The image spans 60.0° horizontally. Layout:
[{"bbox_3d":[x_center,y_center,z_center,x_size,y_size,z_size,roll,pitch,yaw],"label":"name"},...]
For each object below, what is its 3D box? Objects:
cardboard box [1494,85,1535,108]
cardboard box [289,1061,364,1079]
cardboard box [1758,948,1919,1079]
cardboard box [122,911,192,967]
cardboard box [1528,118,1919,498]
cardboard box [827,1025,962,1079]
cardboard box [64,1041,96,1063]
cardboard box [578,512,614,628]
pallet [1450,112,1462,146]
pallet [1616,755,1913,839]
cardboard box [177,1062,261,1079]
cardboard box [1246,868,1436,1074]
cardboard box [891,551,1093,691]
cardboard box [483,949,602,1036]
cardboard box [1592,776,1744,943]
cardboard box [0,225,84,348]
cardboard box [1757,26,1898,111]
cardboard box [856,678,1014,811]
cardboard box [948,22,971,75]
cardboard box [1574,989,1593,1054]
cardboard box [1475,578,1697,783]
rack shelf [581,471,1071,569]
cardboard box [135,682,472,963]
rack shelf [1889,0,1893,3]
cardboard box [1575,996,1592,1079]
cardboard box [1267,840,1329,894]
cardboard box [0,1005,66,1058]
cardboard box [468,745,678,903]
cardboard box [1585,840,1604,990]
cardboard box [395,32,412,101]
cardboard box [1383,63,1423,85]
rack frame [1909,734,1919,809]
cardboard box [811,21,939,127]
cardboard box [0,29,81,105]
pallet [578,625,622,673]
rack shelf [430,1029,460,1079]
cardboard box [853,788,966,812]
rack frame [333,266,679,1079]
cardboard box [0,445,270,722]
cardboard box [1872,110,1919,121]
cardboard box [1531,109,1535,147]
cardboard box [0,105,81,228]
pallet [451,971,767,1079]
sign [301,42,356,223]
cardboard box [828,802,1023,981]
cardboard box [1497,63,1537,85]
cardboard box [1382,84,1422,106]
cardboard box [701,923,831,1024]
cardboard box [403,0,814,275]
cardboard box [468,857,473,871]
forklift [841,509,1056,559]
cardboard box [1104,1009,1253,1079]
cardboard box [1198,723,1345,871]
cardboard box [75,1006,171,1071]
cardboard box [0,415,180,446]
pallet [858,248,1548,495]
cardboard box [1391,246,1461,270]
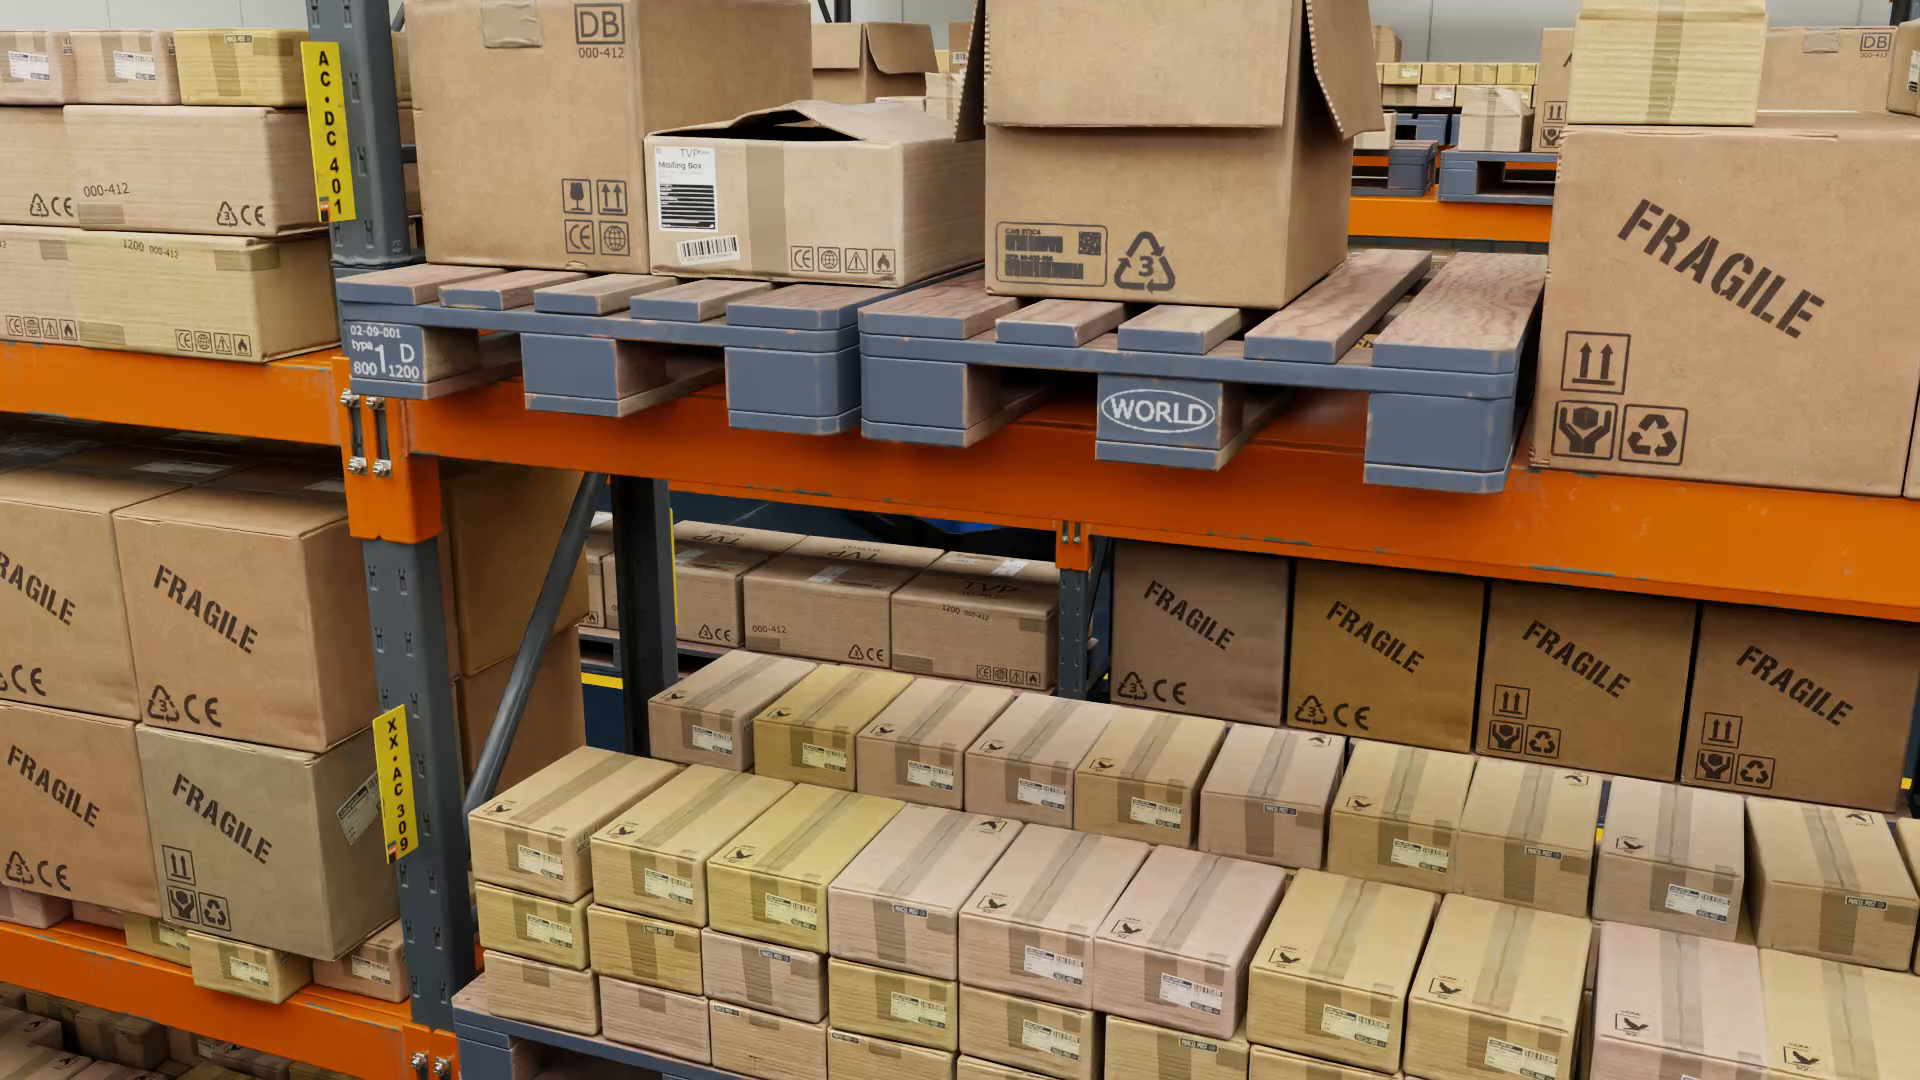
[{"bbox_3d":[3.870,-3.100,11.611,0.250,0.149,0.380,7,17,22],"label":"cardboard box"},{"bbox_3d":[-1.719,1.521,4.846,0.250,0.149,0.380,6,17,20],"label":"cardboard box"},{"bbox_3d":[1.384,0.817,2.609,0.250,0.149,0.380,7,18,22],"label":"cardboard box"},{"bbox_3d":[-1.844,0.896,4.156,0.250,0.149,0.380,7,18,23],"label":"cardboard box"},{"bbox_3d":[1.177,-0.387,2.566,0.500,0.500,0.500,6,17,21],"label":"cardboard box"},{"bbox_3d":[-0.064,0.943,3.242,0.250,0.149,0.380,6,17,21],"label":"cardboard box"},{"bbox_3d":[-2.643,1.535,5.333,0.250,0.149,0.380,6,17,21],"label":"cardboard box"},{"bbox_3d":[-2.334,0.152,10.111,0.875,0.438,0.875,6,17,19],"label":"cardboard box"},{"bbox_3d":[4.101,-2.957,11.935,1.003,0.211,1.213,6,17,21],"label":"pallet"},{"bbox_3d":[3.751,1.139,7.871,1.213,0.211,1.003,6,17,21],"label":"pallet"},{"bbox_3d":[-2.112,1.612,4.535,0.250,0.149,0.380,7,18,22],"label":"cardboard box"},{"bbox_3d":[0.667,0.737,2.886,0.250,0.149,0.380,7,18,22],"label":"cardboard box"},{"bbox_3d":[0.191,0.428,9.162,0.875,0.438,0.875,6,17,20],"label":"cardboard box"},{"bbox_3d":[-0.789,0.864,3.515,0.250,0.149,0.380,5,17,18],"label":"cardboard box"},{"bbox_3d":[1.400,0.623,3.279,0.250,0.149,0.380,7,18,23],"label":"cardboard box"},{"bbox_3d":[-2.002,-0.618,3.809,0.500,0.250,0.500,6,17,20],"label":"cardboard box"},{"bbox_3d":[3.466,-1.842,6.825,0.500,0.500,0.700,5,17,18],"label":"cardboard box"},{"bbox_3d":[-0.051,0.463,3.828,0.250,0.149,0.380,6,17,19],"label":"cardboard box"},{"bbox_3d":[0.266,-2.362,8.437,0.500,0.500,0.500,7,17,22],"label":"cardboard box"},{"bbox_3d":[1.392,0.906,3.368,0.250,0.149,0.380,7,18,22],"label":"cardboard box"},{"bbox_3d":[3.017,0.534,8.010,0.875,0.875,0.875,7,17,21],"label":"cardboard box"},{"bbox_3d":[-1.124,-0.368,9.352,4.000,0.370,1.077,6,17,21],"label":"rack shelf"},{"bbox_3d":[-1.540,0.618,3.951,0.500,0.500,0.500,6,17,21],"label":"cardboard box"},{"bbox_3d":[4.414,-3.936,11.597,4.000,0.370,1.077,6,17,21],"label":"rack shelf"},{"bbox_3d":[1.150,0.933,2.743,0.250,0.149,0.380,6,17,20],"label":"cardboard box"},{"bbox_3d":[0.684,0.685,3.599,0.250,0.149,0.380,6,17,21],"label":"cardboard box"},{"bbox_3d":[-2.844,1.530,4.817,0.250,0.149,0.380,6,17,21],"label":"cardboard box"},{"bbox_3d":[-0.789,0.578,3.432,0.250,0.149,0.380,7,18,23],"label":"cardboard box"},{"bbox_3d":[1.390,0.764,3.326,0.250,0.149,0.380,6,17,21],"label":"cardboard box"},{"bbox_3d":[-1.168,-1.107,3.885,0.250,0.149,0.380,6,17,20],"label":"cardboard box"},{"bbox_3d":[3.165,-3.319,11.830,0.250,0.149,0.380,6,17,20],"label":"cardboard box"},{"bbox_3d":[4.457,-0.100,7.137,0.127,3.000,1.000,6,17,21],"label":"rack frame"},{"bbox_3d":[-0.530,-2.378,8.488,0.637,0.503,0.797,8,18,25],"label":"cardboard box"},{"bbox_3d":[-1.870,-1.014,3.565,0.250,0.149,0.380,6,17,21],"label":"cardboard box"},{"bbox_3d":[-2.212,0.483,10.133,1.213,0.211,1.003,6,17,21],"label":"pallet"},{"bbox_3d":[0.874,1.335,3.484,4.000,0.370,1.077,6,17,21],"label":"rack shelf"},{"bbox_3d":[-0.068,0.604,3.878,0.250,0.149,0.380,7,18,23],"label":"cardboard box"},{"bbox_3d":[-0.986,0.785,4.089,0.127,3.000,1.000,6,17,21],"label":"rack frame"},{"bbox_3d":[-2.006,0.085,3.995,0.500,0.500,0.500,6,17,19],"label":"cardboard box"},{"bbox_3d":[1.833,-0.471,2.856,0.500,0.500,0.500,6,17,21],"label":"cardboard box"},{"bbox_3d":[2.550,-1.884,7.570,0.250,0.166,0.380,8,18,25],"label":"cardboard box"},{"bbox_3d":[-1.989,-0.861,3.751,0.500,0.250,0.500,6,17,18],"label":"cardboard box"},{"bbox_3d":[-0.329,0.993,3.716,1.213,0.211,1.003,6,17,21],"label":"pallet"},{"bbox_3d":[-1.178,-0.762,3.111,0.005,0.325,0.100,6,17,21],"label":"sign"},{"bbox_3d":[-0.058,0.658,3.157,0.250,0.149,0.380,6,17,20],"label":"cardboard box"},{"bbox_3d":[3.895,-3.251,11.595,0.250,0.149,0.380,6,17,21],"label":"cardboard box"},{"bbox_3d":[3.185,-3.197,11.942,0.250,0.149,0.380,6,17,21],"label":"cardboard box"},{"bbox_3d":[-0.306,0.773,3.294,0.250,0.149,0.380,7,17,22],"label":"cardboard box"},{"bbox_3d":[-0.674,-0.838,3.366,0.500,0.500,0.700,6,17,21],"label":"cardboard box"},{"bbox_3d":[-1.130,0.792,4.516,0.250,0.149,0.380,7,18,23],"label":"cardboard box"},{"bbox_3d":[-0.264,-1.585,12.375,1.130,2.935,3.031,-8,18,-25],"label":"forklift"},{"bbox_3d":[0.434,0.854,3.016,0.250,0.149,0.380,6,17,20],"label":"cardboard box"},{"bbox_3d":[0.671,0.542,3.555,0.250,0.149,0.380,5,17,18],"label":"cardboard box"},{"bbox_3d":[-2.460,1.447,5.103,0.250,0.149,0.380,6,17,18],"label":"cardboard box"},{"bbox_3d":[-2.262,-0.104,4.645,0.500,0.500,0.500,7,17,22],"label":"cardboard box"},{"bbox_3d":[0.515,-0.369,3.021,1.003,0.211,1.213,6,17,21],"label":"pallet"},{"bbox_3d":[3.404,-1.886,12.357,0.500,0.500,0.700,6,17,21],"label":"cardboard box"}]
